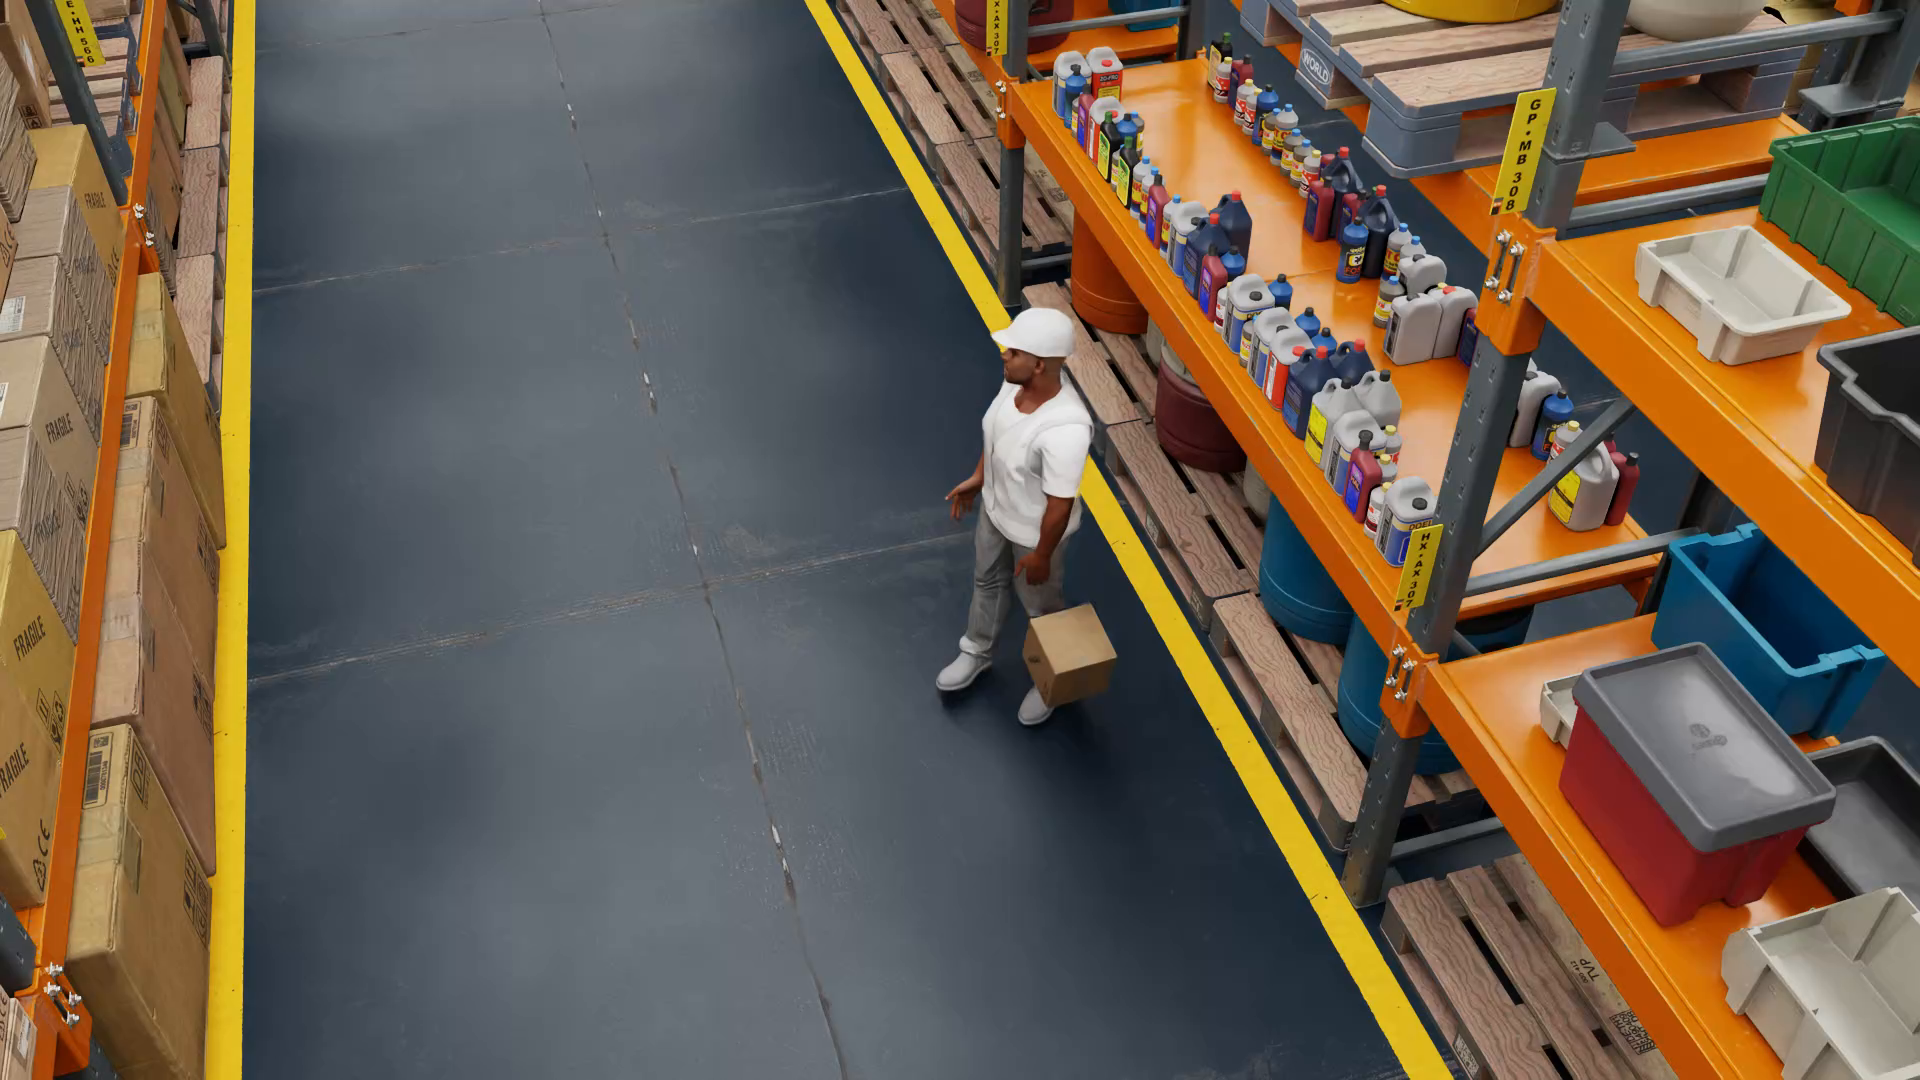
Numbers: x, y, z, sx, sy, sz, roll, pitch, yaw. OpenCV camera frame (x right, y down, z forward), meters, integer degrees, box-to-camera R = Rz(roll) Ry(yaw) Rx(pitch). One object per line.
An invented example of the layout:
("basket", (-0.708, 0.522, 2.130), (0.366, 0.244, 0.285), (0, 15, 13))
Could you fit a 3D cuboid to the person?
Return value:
("person", (0.187, -0.056, 6.173), (0.550, 1.768, 0.575), (-18, 45, -19))
